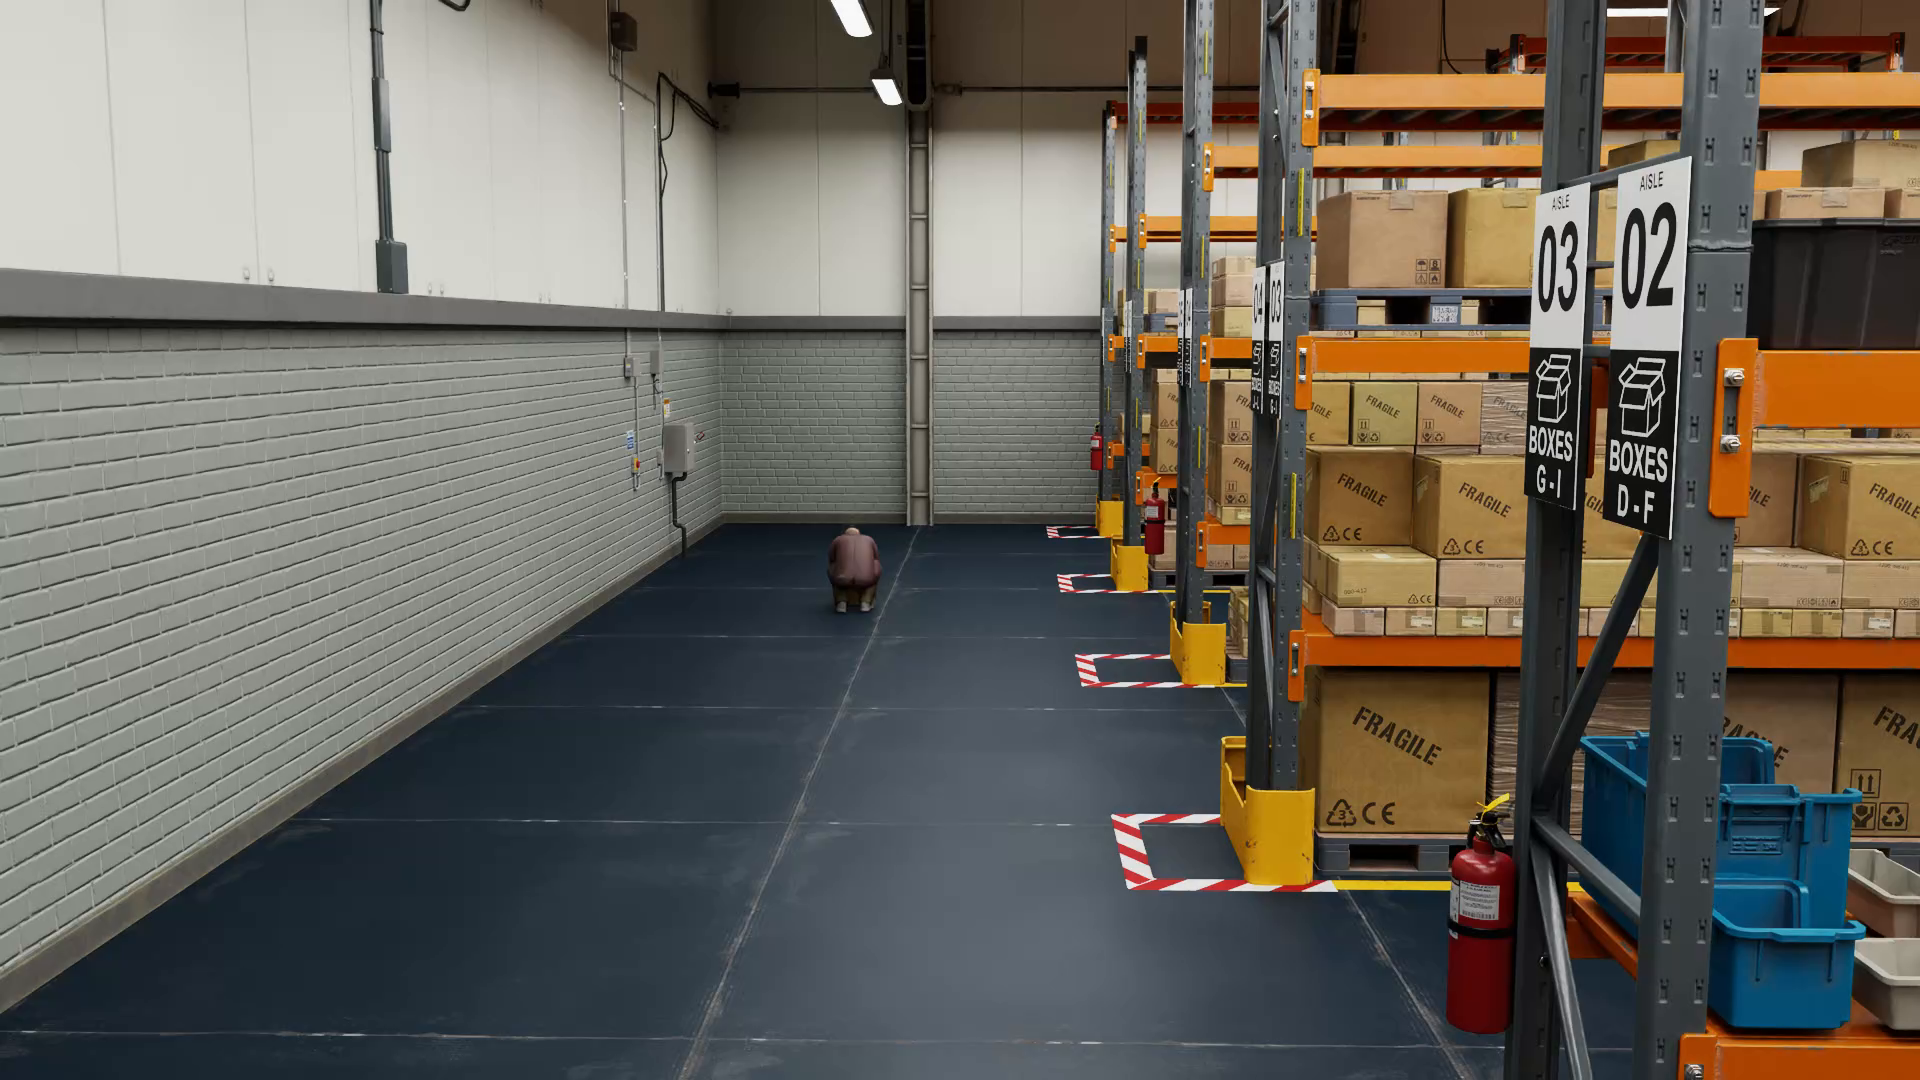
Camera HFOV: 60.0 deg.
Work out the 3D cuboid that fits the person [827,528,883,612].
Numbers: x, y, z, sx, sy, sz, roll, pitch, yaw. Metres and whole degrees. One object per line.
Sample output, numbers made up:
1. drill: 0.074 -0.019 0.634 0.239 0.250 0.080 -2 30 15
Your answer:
1. person: -1.088 0.351 17.271 0.581 0.884 0.911 0 7 1
